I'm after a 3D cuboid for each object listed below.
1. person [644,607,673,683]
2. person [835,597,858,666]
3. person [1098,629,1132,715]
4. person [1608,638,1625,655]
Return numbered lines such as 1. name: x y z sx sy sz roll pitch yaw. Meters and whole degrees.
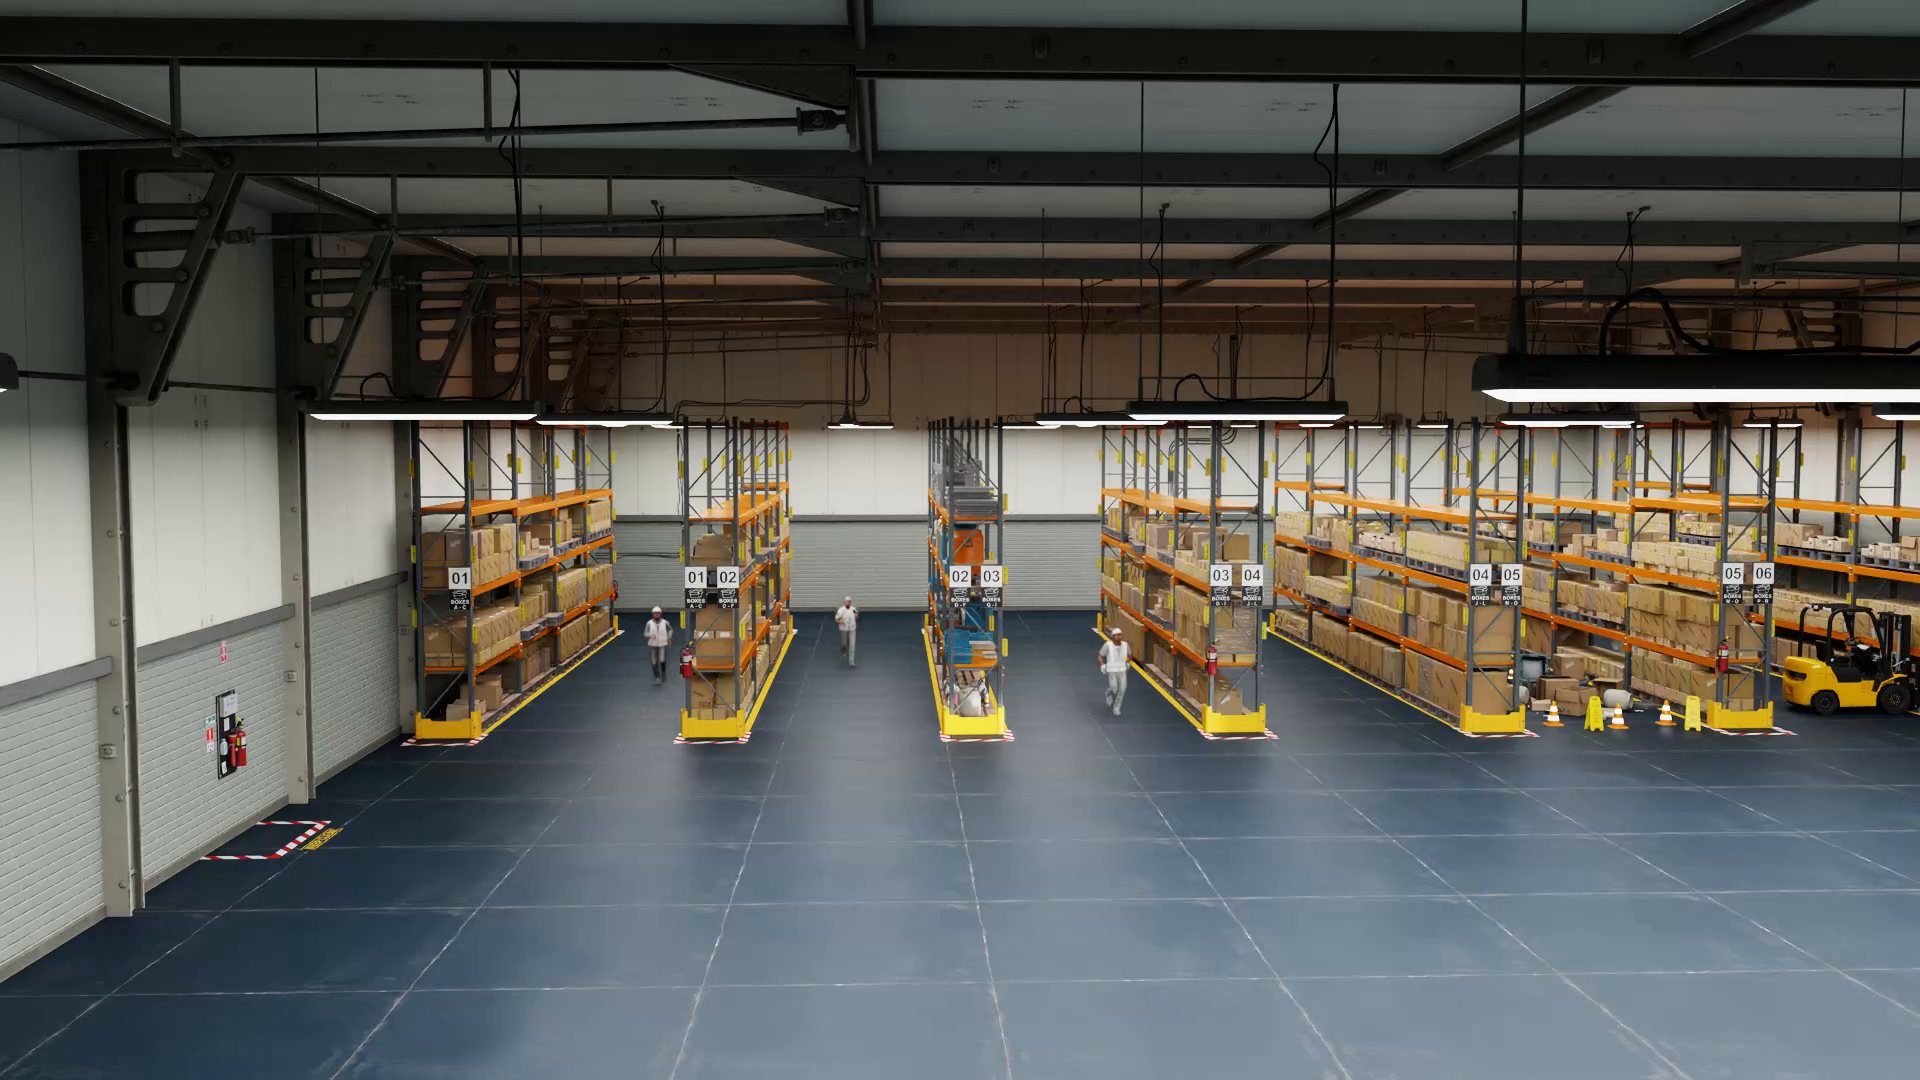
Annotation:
1. person: -6.840 2.383 37.609 0.604 1.735 0.650 0 4 -7
2. person: -2.766 2.229 40.892 0.609 1.664 0.918 -1 4 -15
3. person: 3.177 2.665 33.767 0.699 1.744 0.596 -1 4 -12
4. person: 16.634 2.154 42.069 0.741 1.701 0.720 0 4 -2
